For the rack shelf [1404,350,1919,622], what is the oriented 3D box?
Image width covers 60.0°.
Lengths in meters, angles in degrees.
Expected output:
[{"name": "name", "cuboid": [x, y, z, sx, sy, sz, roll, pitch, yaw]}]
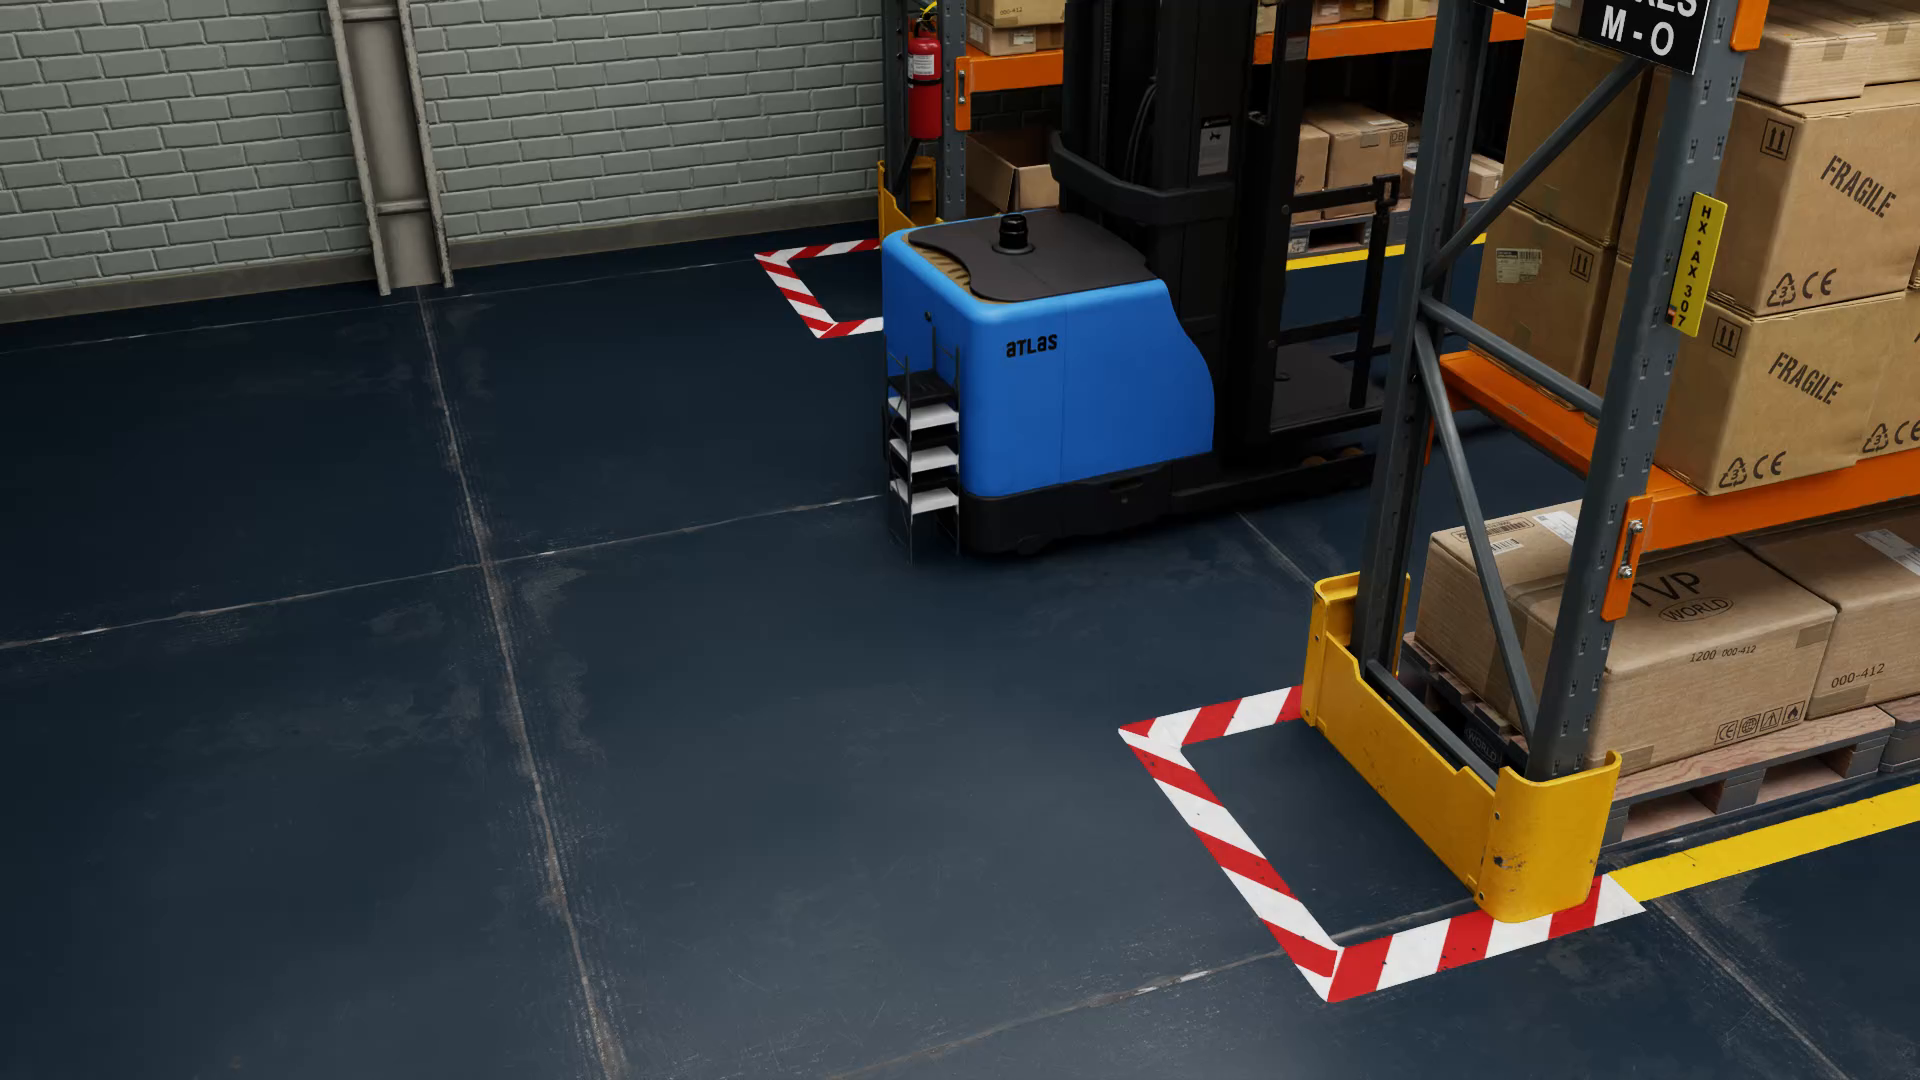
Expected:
[{"name": "rack shelf", "cuboid": [3.409, -0.523, 5.365, 4.000, 0.370, 1.077, -10, 31, -18]}]

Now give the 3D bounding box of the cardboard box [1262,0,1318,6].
[{"name": "cardboard box", "cuboid": [1.738, -3.085, 8.985, 0.500, 0.250, 0.500, -11, 32, -19]}]

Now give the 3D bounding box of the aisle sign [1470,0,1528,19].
[{"name": "aisle sign", "cuboid": [1.359, -1.752, 4.168, 0.004, 0.787, 0.394, -10, 31, -18]}]

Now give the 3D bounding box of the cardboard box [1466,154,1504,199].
[{"name": "cardboard box", "cuboid": [3.129, -2.195, 10.028, 0.250, 0.149, 0.380, -11, 32, -19]}]

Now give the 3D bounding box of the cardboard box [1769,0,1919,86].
[{"name": "cardboard box", "cuboid": [2.185, -1.261, 4.168, 0.250, 0.149, 0.380, -10, 31, -16]}]

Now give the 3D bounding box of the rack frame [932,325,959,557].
[{"name": "rack frame", "cuboid": [-0.054, -0.378, 6.505, 0.006, 0.900, 0.240, -13, 32, -21]}]

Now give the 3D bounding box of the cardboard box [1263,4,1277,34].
[{"name": "cardboard box", "cuboid": [1.668, -2.867, 9.007, 0.250, 0.149, 0.380, -10, 31, -16]}]

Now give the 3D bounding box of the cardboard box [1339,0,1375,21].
[{"name": "cardboard box", "cuboid": [2.101, -3.008, 9.254, 0.250, 0.149, 0.380, -10, 31, -17]}]

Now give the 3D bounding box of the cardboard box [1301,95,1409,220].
[{"name": "cardboard box", "cuboid": [2.194, -2.260, 9.787, 0.500, 0.500, 0.700, -12, 32, -19]}]

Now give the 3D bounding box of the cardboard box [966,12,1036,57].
[{"name": "cardboard box", "cuboid": [0.204, -2.613, 8.560, 0.250, 0.149, 0.380, -11, 31, -18]}]

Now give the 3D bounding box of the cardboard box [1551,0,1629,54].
[{"name": "cardboard box", "cuboid": [1.801, -1.405, 4.420, 0.250, 0.149, 0.380, -10, 31, -17]}]

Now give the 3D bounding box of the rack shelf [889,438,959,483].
[{"name": "rack shelf", "cuboid": [-0.147, -0.329, 6.485, 0.200, 0.077, 0.258, -13, 32, -21]}]

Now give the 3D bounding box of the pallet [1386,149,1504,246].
[{"name": "pallet", "cuboid": [2.905, -2.154, 10.317, 1.213, 0.211, 1.003, -10, 31, -18]}]

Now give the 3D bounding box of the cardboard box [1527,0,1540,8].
[{"name": "cardboard box", "cuboid": [3.102, -3.147, 9.497, 0.250, 0.149, 0.380, -10, 31, -16]}]

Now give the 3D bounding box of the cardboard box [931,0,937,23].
[{"name": "cardboard box", "cuboid": [0.017, -2.865, 9.003, 0.250, 0.149, 0.380, -11, 31, -18]}]

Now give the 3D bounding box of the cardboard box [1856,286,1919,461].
[{"name": "cardboard box", "cuboid": [2.549, -0.584, 4.644, 0.500, 0.500, 0.500, -11, 31, -18]}]

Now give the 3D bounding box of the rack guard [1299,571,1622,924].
[{"name": "rack guard", "cuboid": [1.512, 0.600, 5.192, 0.348, 0.500, 1.175, -10, 31, -18]}]

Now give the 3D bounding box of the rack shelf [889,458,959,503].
[{"name": "rack shelf", "cuboid": [-0.147, -0.250, 6.529, 0.200, 0.077, 0.258, -13, 32, -21]}]

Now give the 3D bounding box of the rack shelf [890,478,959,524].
[{"name": "rack shelf", "cuboid": [-0.147, -0.172, 6.574, 0.200, 0.077, 0.258, -13, 32, -21]}]

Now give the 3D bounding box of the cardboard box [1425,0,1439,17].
[{"name": "cardboard box", "cuboid": [2.611, -3.058, 9.341, 0.250, 0.149, 0.380, -10, 31, -16]}]

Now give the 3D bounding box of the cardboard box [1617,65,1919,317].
[{"name": "cardboard box", "cuboid": [2.084, -0.919, 4.222, 0.500, 0.500, 0.500, -11, 32, -19]}]

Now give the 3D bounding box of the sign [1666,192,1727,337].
[{"name": "sign", "cuboid": [1.722, -0.643, 3.893, 0.005, 0.325, 0.100, -10, 31, -18]}]

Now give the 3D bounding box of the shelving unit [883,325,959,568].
[{"name": "shelving unit", "cuboid": [-0.147, -0.357, 6.468, 0.210, 0.900, 0.258, -13, 32, -21]}]

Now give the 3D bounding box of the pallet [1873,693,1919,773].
[{"name": "pallet", "cuboid": [3.398, 0.338, 5.944, 1.213, 0.211, 1.003, -10, 31, -18]}]

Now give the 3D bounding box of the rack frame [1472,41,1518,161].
[{"name": "rack frame", "cuboid": [3.549, -3.483, 9.834, 0.127, 3.000, 1.000, -10, 31, -18]}]

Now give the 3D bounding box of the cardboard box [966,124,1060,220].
[{"name": "cardboard box", "cuboid": [0.406, -1.952, 9.244, 0.637, 0.503, 0.797, -12, 32, -20]}]

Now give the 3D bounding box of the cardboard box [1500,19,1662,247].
[{"name": "cardboard box", "cuboid": [1.903, -1.162, 4.649, 0.500, 0.500, 0.500, -9, 31, -16]}]

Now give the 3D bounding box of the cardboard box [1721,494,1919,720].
[{"name": "cardboard box", "cuboid": [2.973, 0.118, 5.677, 0.875, 0.438, 0.875, -10, 31, -16]}]

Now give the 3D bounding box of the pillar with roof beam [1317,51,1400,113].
[{"name": "pillar with roof beam", "cuboid": [4.083, -4.391, 5.366, 0.400, 9.000, 9.100, -10, 31, -18]}]

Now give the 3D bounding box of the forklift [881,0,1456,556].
[{"name": "forklift", "cuboid": [1.226, -1.687, 6.750, 3.031, 2.935, 1.130, -13, 32, -21]}]

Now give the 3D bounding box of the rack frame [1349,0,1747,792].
[{"name": "rack frame", "cuboid": [1.534, -0.491, 4.581, 0.127, 3.000, 1.000, -10, 31, -18]}]
